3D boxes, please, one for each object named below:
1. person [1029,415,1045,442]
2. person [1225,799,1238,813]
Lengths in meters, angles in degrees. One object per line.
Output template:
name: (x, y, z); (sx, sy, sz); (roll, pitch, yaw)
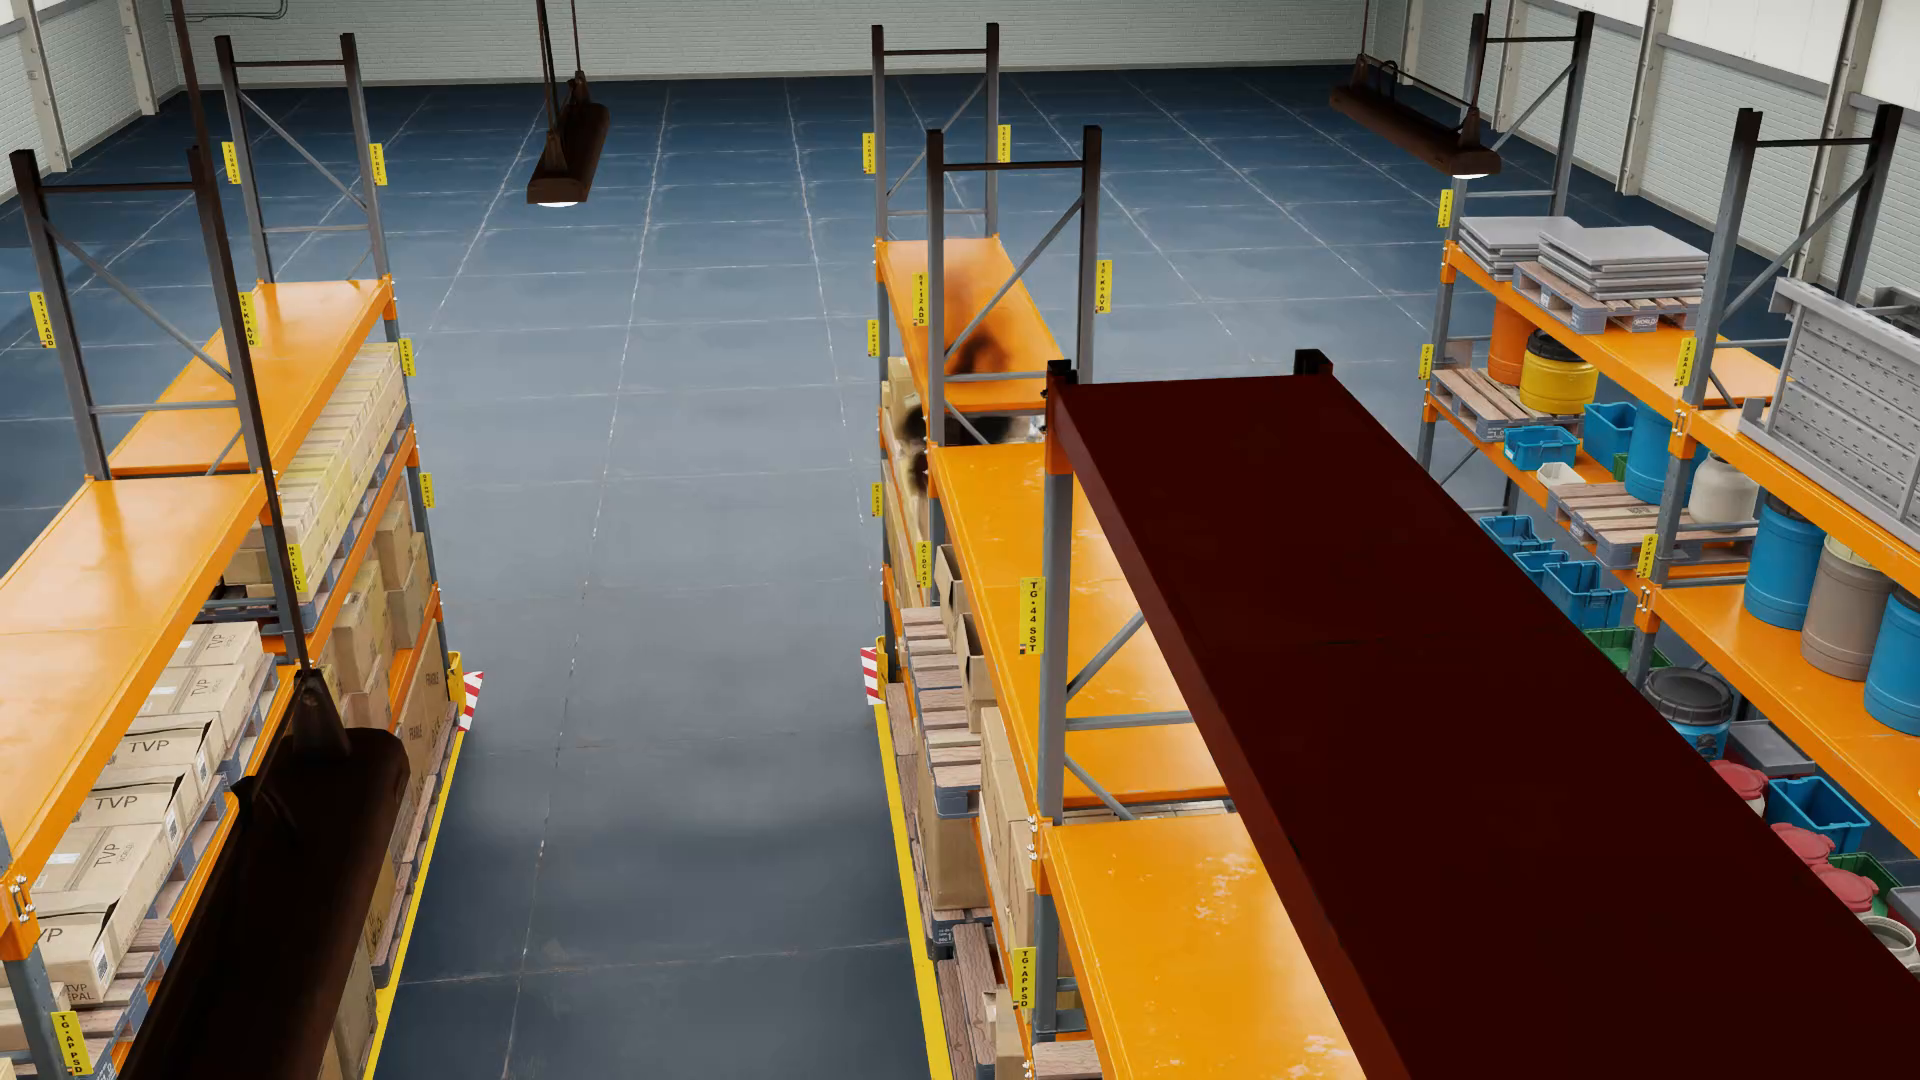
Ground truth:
person: (0.988, -1.000, 18.553); (0.762, 1.787, 0.680); (9, 27, 19)
person: (2.204, 1.989, 12.446); (0.564, 1.620, 0.625); (-6, 26, -13)
